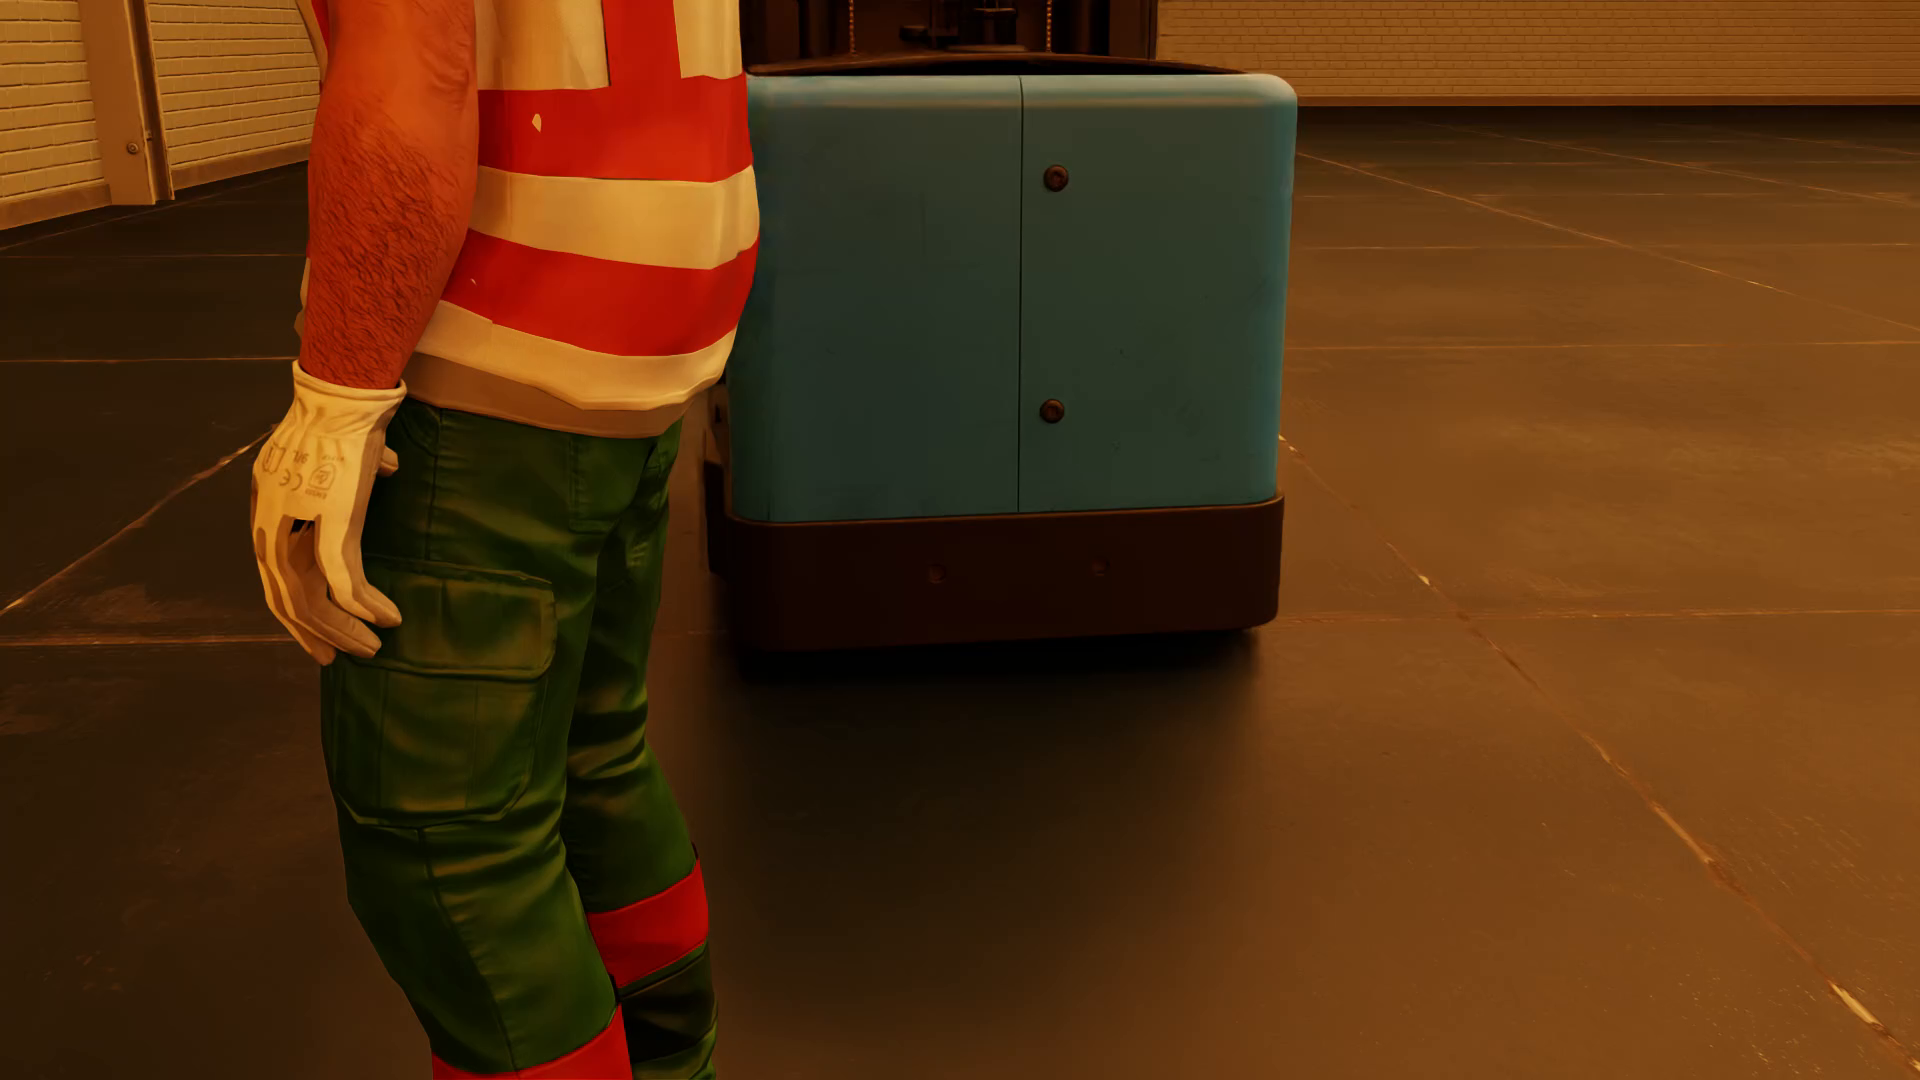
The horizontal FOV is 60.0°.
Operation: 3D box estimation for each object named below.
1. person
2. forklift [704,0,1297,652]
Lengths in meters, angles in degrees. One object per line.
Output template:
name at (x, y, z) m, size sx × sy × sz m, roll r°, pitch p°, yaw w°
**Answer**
person at (-0.393, -0.139, 1.341) m, size 0.453 × 1.778 × 0.615 m, roll 1°, pitch 17°, yaw 4°
forklift at (-0.109, -1.586, 4.092) m, size 1.130 × 2.935 × 3.031 m, roll -2°, pitch 17°, yaw -8°
